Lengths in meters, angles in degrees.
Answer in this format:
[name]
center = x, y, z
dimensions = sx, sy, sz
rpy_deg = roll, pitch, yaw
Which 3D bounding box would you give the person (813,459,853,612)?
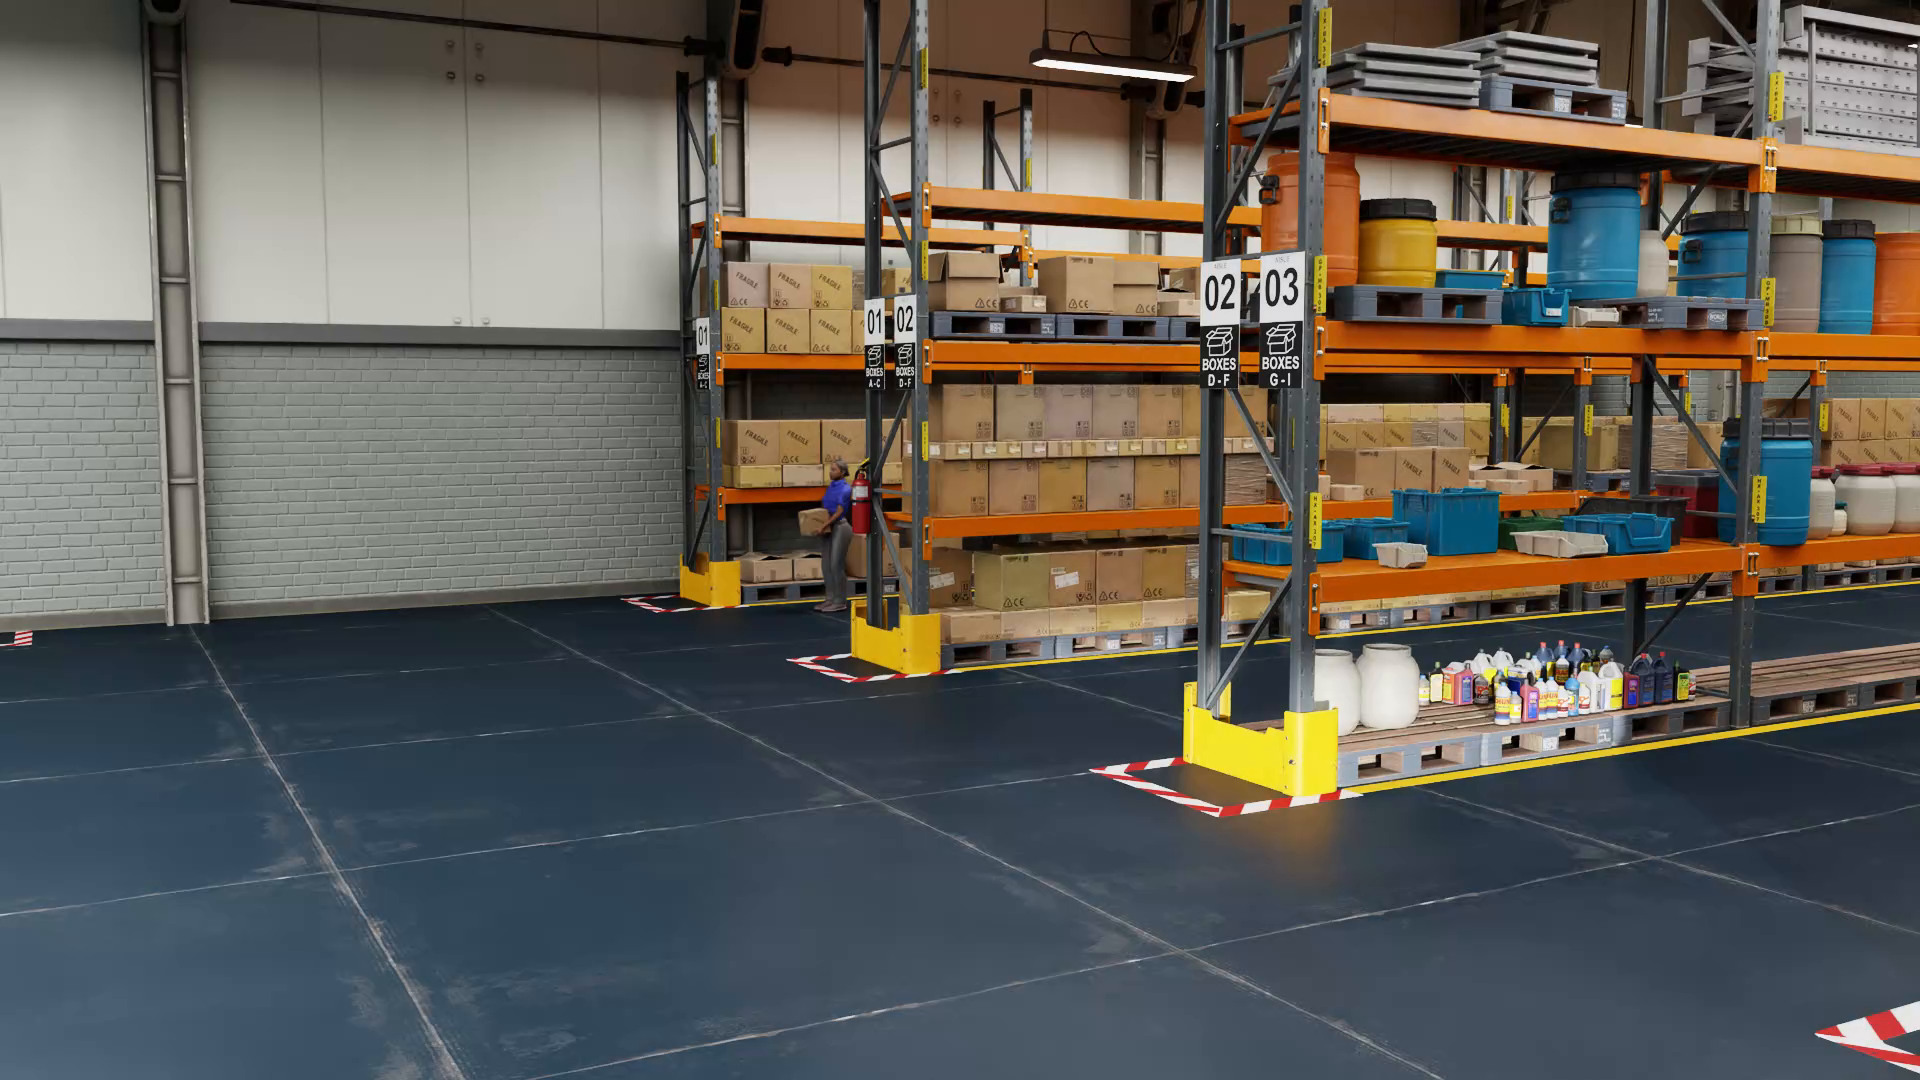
[person]
center = -1.426, -0.050, 18.137
dimensions = 0.501, 1.656, 0.441
rpy_deg = -3, 6, -29
